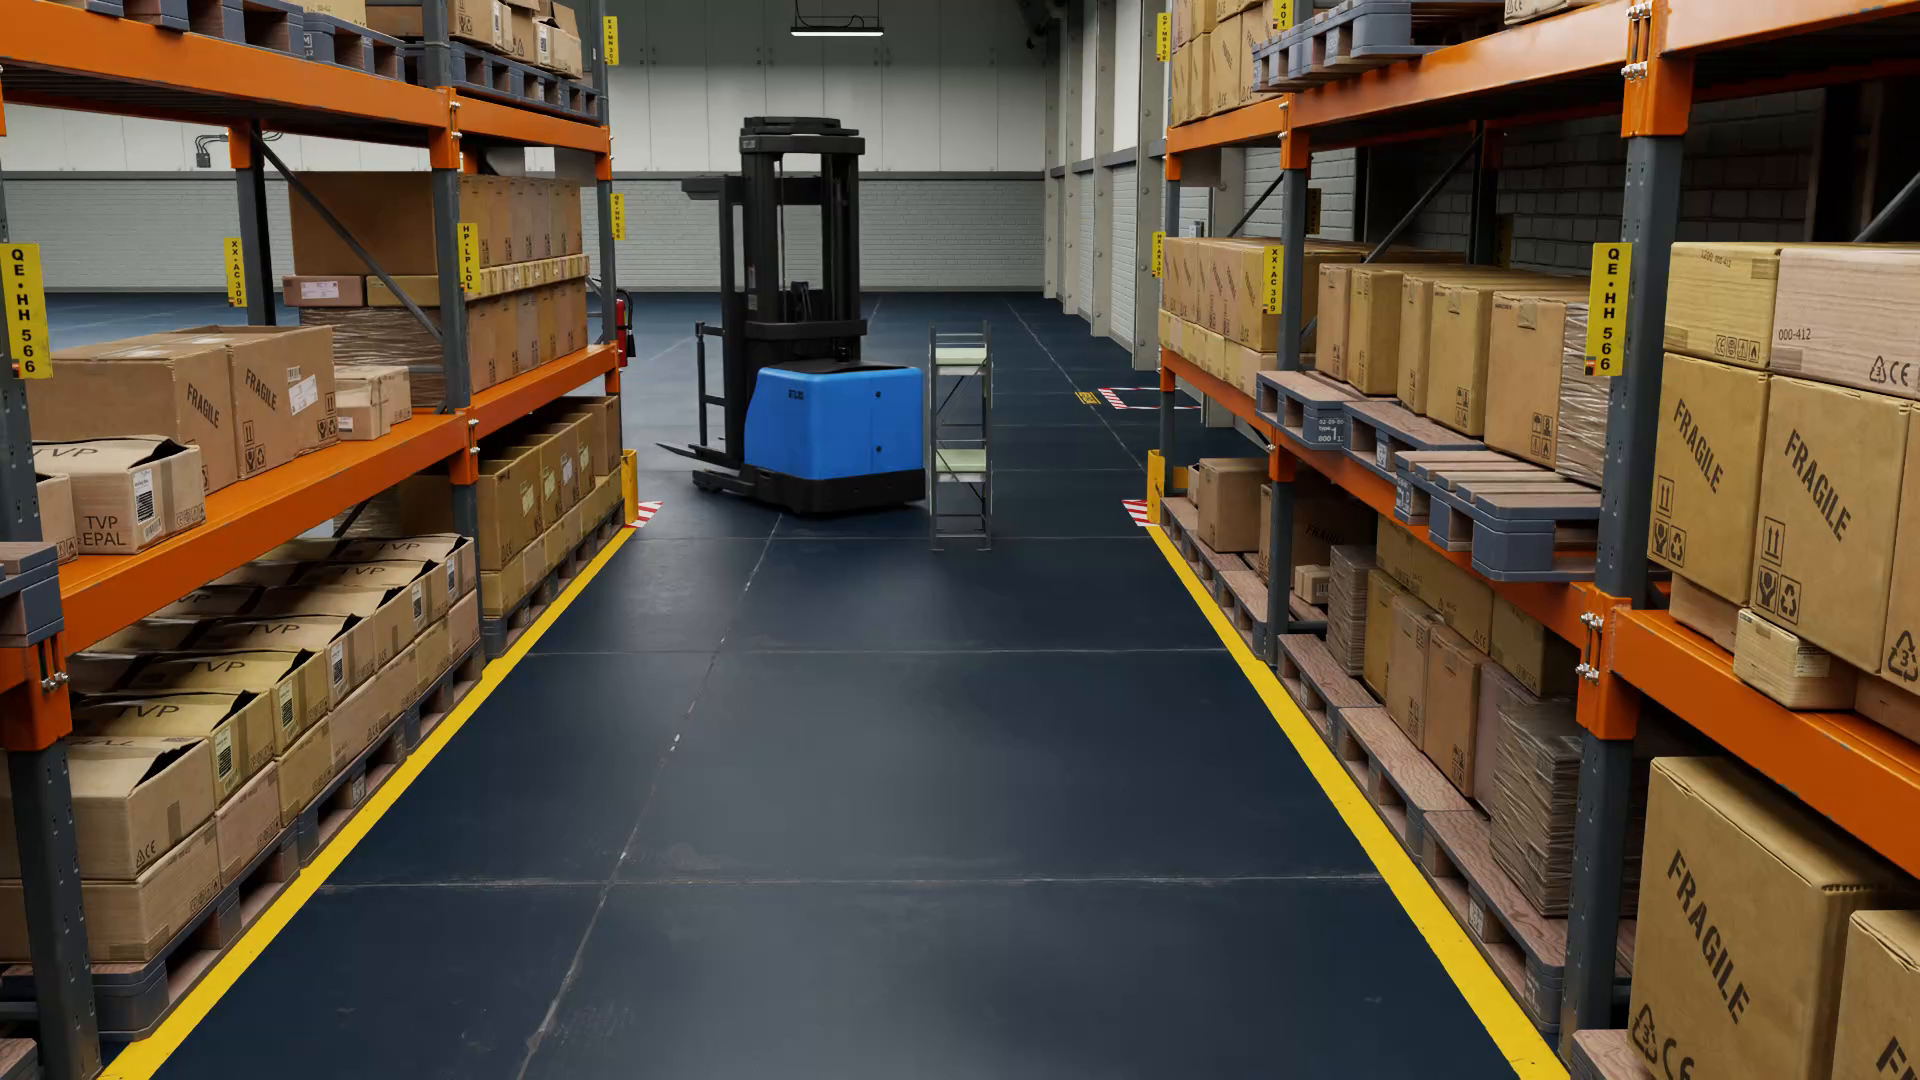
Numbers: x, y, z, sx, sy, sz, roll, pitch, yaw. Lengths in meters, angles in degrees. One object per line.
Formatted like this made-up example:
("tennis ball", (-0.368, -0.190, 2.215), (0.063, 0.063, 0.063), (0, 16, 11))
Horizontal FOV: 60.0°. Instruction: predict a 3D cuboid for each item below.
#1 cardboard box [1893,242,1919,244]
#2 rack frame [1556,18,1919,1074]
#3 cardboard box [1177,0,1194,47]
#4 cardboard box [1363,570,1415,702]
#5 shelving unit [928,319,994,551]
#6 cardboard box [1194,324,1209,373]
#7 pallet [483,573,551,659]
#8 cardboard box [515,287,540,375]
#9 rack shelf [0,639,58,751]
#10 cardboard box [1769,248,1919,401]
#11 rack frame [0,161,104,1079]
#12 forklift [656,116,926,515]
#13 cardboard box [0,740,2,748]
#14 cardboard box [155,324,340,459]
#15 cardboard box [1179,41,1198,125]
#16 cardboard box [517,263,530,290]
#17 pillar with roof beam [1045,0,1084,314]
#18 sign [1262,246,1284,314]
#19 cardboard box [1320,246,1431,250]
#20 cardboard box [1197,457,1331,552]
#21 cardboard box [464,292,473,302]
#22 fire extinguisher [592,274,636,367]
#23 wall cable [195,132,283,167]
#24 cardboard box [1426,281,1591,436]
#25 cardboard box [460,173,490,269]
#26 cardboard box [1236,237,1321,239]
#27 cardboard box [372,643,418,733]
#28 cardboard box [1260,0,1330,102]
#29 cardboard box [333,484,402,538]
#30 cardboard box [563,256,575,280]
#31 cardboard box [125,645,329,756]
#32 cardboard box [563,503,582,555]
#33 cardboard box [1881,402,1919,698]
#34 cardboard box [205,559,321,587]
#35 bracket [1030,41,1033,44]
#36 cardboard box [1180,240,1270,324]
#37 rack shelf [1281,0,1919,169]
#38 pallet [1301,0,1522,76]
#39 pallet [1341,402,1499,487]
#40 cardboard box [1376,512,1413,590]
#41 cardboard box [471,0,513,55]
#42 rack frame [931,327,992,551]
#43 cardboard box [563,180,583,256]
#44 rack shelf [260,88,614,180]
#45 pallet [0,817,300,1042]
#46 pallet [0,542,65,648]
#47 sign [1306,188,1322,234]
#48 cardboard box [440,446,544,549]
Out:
("cardboard box", (2.410, -0.525, 3.668), (0.500, 0.250, 0.500), (0, 11, 0))
("rack frame", (2.142, -0.042, 4.223), (1.000, 3.000, 0.127), (0, 11, -1))
("cardboard box", (1.701, -3.474, 10.777), (0.500, 0.500, 0.500), (0, 11, -2))
("cardboard box", (2.152, 0.421, 7.121), (0.700, 0.500, 0.500), (0, 11, -2))
("shelving unit", (0.000, -0.736, 11.417), (0.431, 1.500, 0.755), (0, 11, -1))
("cardboard box", (1.707, -1.166, 10.087), (0.500, 0.250, 0.500), (0, 11, -1))
("pallet", (-2.868, 0.392, 9.096), (1.003, 0.211, 1.213), (0, 11, -1))
("cardboard box", (-2.945, -1.260, 9.974), (0.700, 0.500, 0.500), (0, 11, 1))
("rack shelf", (-2.769, 0.729, 2.231), (1.077, 0.370, 4.000), (0, 11, -1))
("cardboard box", (1.905, -0.416, 3.131), (0.500, 0.250, 0.500), (0, 11, -2))
("rack frame", (-2.811, -0.021, 4.119), (1.000, 3.000, 0.127), (0, 11, -1))
("forklift", (-1.528, -1.866, 13.386), (1.130, 2.935, 3.031), (-8, 14, -35))
("cardboard box", (-3.068, 0.743, 4.803), (0.500, 0.311, 0.500), (0, 11, 0))
("cardboard box", (-2.883, -0.608, 6.760), (0.500, 0.500, 0.500), (1, 11, 3))
("cardboard box", (1.709, -2.987, 10.892), (0.500, 0.500, 0.500), (1, 11, 3))
("cardboard box", (-2.741, -1.545, 9.749), (0.380, 0.149, 0.250), (0, 11, -2))
("pillar with roof beam", (-1.944, -9.190, 34.226), (9.100, 9.000, 0.548), (0, 11, -1))
("sign", (1.517, -1.258, 8.038), (0.100, 0.325, 0.005), (0, 11, -1))
("cardboard box", (2.251, -1.338, 9.053), (0.500, 0.500, 0.500), (0, 11, -1))
("cardboard box", (1.878, -0.226, 10.309), (0.700, 0.500, 0.500), (-1, 12, -5))
("cardboard box", (-2.711, -1.287, 8.477), (0.380, 0.149, 0.250), (0, 11, 0))
("fire extinguisher", (-2.514, -1.599, 12.091), (0.296, 0.674, 0.183), (0, 11, -1))
("wall cable", (-18.505, -12.565, 42.306), (2.305, 6.003, 0.169), (0, 11, -1))
("cardboard box", (2.074, -0.648, 5.850), (0.700, 0.500, 0.500), (0, 11, -1))
("cardboard box", (-2.921, -1.690, 8.829), (0.700, 0.500, 0.500), (0, 11, -1))
("cardboard box", (2.199, -1.844, 11.543), (0.500, 0.500, 0.500), (0, 11, -2))
("cardboard box", (-2.575, 0.609, 6.873), (0.500, 0.250, 0.500), (0, 11, 0))
("cardboard box", (1.801, -2.466, 8.325), (0.500, 0.500, 0.500), (0, 11, 0))
("cardboard box", (-3.120, -0.233, 9.136), (0.500, 0.500, 0.500), (0, 11, -1))
("cardboard box", (-2.766, -1.800, 11.006), (0.380, 0.149, 0.250), (0, 11, -2))
("cardboard box", (-2.556, 0.535, 5.829), (0.500, 0.311, 0.500), (-1, 11, -3))
("cardboard box", (-2.627, -0.066, 10.201), (0.500, 0.250, 0.500), (0, 11, -1))
("cardboard box", (1.907, 0.054, 2.701), (0.500, 0.500, 0.500), (0, 11, -1))
("cardboard box", (-3.129, 0.233, 7.314), (0.500, 0.311, 0.500), (0, 11, -2))
("bracket", (1.836, -12.599, 41.977), (0.076, 0.066, 3.189), (0, 11, -1))
("cardboard box", (1.690, -1.639, 10.536), (0.500, 0.500, 0.500), (-1, 11, -3))
("rack shelf", (2.100, -1.557, 5.956), (1.077, 0.370, 4.000), (0, 11, -1))
("pallet", (1.990, -1.886, 6.240), (1.213, 0.211, 1.003), (0, 11, -1))
("pallet", (2.060, -0.342, 6.181), (1.003, 0.211, 1.213), (0, 11, -1))
("cardboard box", (2.103, 0.038, 7.121), (0.500, 0.250, 0.500), (0, 11, -2))
("cardboard box", (-2.651, -2.726, 8.722), (0.500, 0.311, 0.500), (-1, 12, -4))
("rack frame", (0.007, -0.664, 11.058), (0.400, 1.500, 0.023), (0, 11, -1))
("cardboard box", (-2.978, -2.193, 11.309), (0.700, 0.500, 0.500), (0, 11, -1))
("rack shelf", (-2.935, -2.331, 9.772), (1.077, 0.370, 4.000), (0, 11, -1))
("pallet", (-2.789, 1.182, 5.204), (1.003, 0.211, 1.213), (0, 11, -1))
("pallet", (-2.727, 0.207, 3.476), (1.213, 0.211, 1.003), (0, 11, -1))
("sign", (2.532, -2.353, 11.907), (0.100, 0.325, 0.005), (0, 11, -1))
("cardboard box", (-2.608, -0.235, 9.146), (0.500, 0.500, 0.500), (0, 11, -1))
